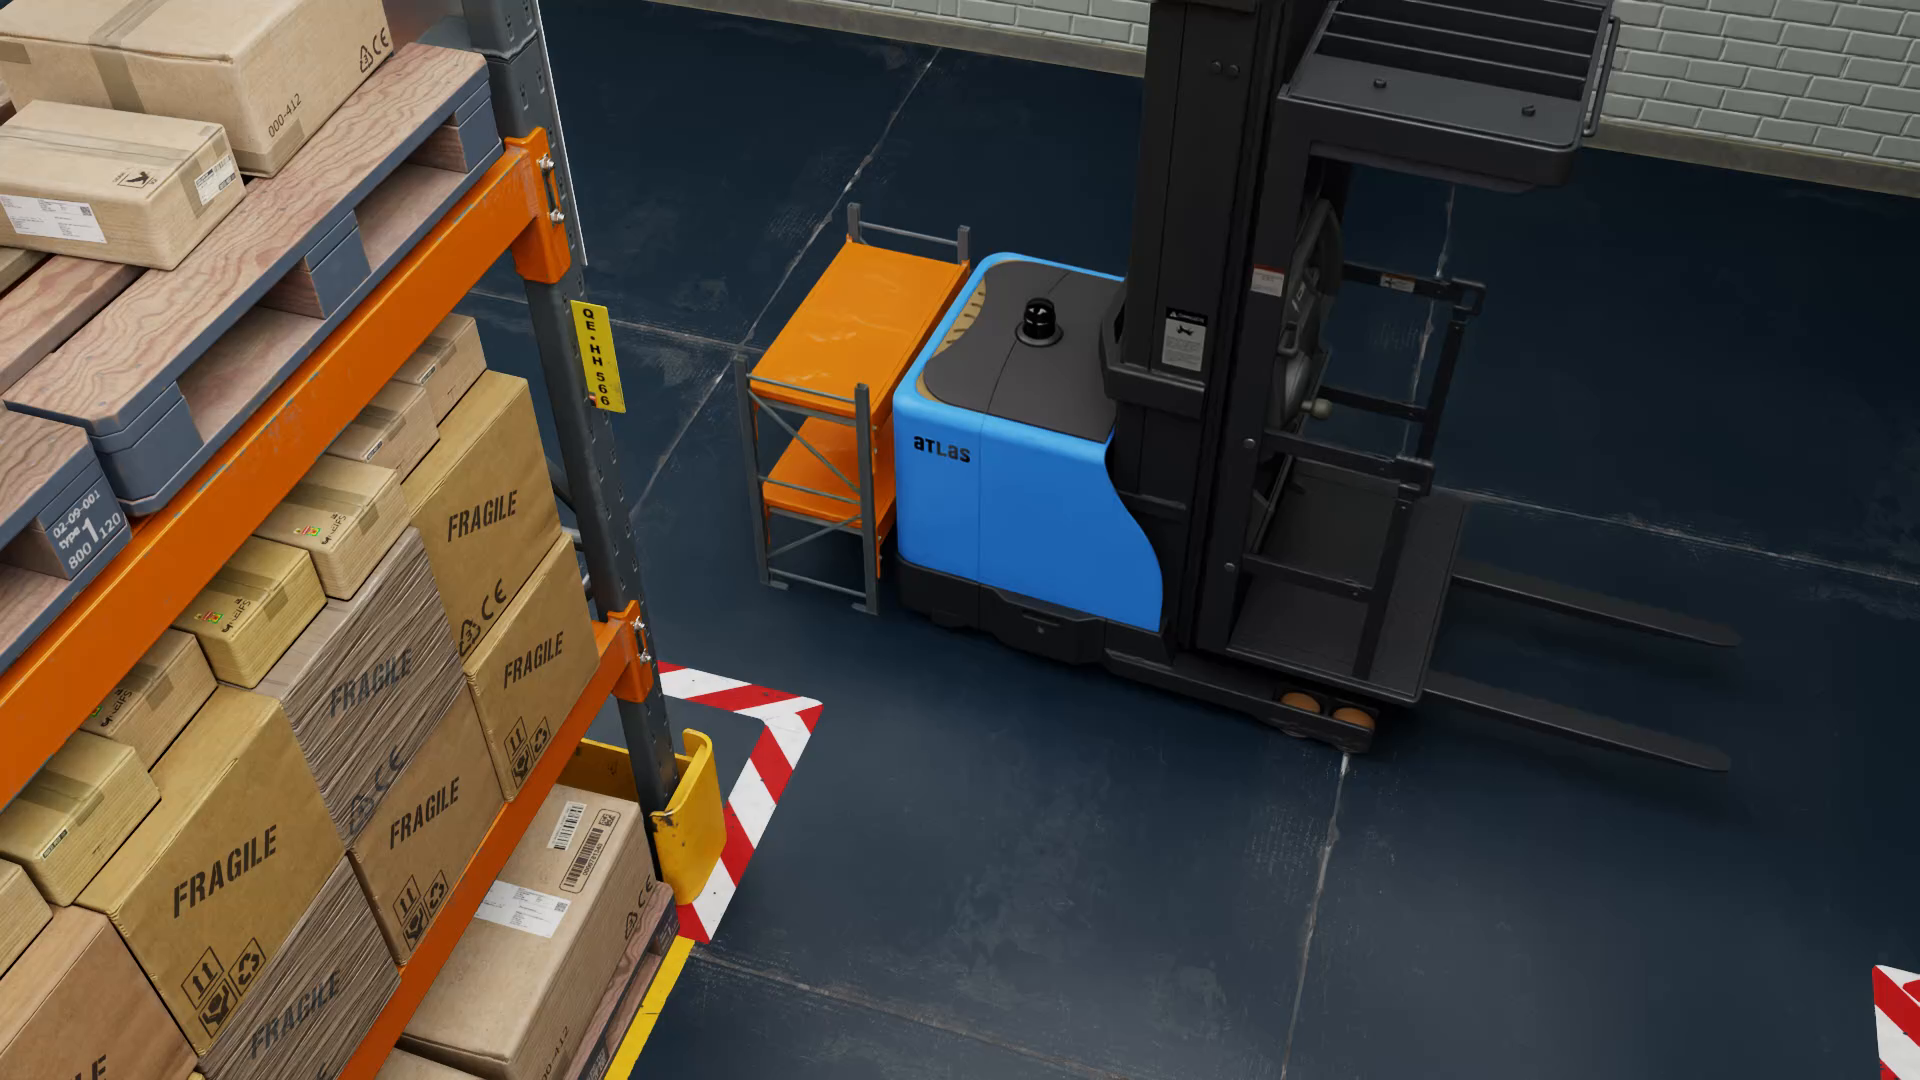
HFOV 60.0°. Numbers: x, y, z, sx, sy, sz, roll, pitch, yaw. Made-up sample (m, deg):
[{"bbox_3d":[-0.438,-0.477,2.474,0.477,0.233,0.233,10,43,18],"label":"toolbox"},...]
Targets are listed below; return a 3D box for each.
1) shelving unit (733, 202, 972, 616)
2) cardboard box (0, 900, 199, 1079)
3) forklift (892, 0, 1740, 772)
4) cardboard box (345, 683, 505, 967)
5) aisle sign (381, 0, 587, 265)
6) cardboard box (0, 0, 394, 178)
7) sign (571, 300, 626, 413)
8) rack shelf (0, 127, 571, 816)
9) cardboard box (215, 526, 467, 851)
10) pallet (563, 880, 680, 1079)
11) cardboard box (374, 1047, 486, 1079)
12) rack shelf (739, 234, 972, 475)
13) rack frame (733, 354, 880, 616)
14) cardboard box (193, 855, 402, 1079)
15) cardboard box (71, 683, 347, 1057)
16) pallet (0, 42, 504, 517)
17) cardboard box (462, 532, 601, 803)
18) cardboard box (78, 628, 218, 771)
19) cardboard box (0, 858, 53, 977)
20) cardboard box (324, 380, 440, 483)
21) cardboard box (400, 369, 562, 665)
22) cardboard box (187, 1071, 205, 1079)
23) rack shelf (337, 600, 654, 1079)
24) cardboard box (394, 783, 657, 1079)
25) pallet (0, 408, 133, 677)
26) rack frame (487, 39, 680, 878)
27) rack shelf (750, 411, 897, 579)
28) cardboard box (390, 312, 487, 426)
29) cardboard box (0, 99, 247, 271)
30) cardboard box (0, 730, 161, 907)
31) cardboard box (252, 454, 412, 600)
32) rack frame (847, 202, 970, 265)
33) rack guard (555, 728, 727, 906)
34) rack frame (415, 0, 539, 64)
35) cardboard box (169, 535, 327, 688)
[{"bbox_3d":[-0.375,-0.512,6.469,0.538,1.125,1.048,14,46,14],"label":"shelving unit"},{"bbox_3d":[-1.755,0.927,2.872,0.500,0.500,0.500,12,46,12],"label":"cardboard box"},{"bbox_3d":[1.320,-0.709,5.379,3.031,2.935,1.130,15,46,15],"label":"forklift"},{"bbox_3d":[-1.459,0.603,3.918,0.500,0.500,0.500,12,46,12],"label":"cardboard box"},{"bbox_3d":[-1.081,-0.982,3.750,0.394,0.787,0.004,13,46,13],"label":"aisle sign"},{"bbox_3d":[-1.449,-0.956,3.173,0.500,0.250,0.500,9,45,9],"label":"cardboard box"},{"bbox_3d":[-0.885,-0.445,4.063,0.100,0.325,0.005,13,46,13],"label":"sign"},{"bbox_3d":[-2.004,0.448,2.517,1.077,0.370,4.000,13,46,13],"label":"rack shelf"},{"bbox_3d":[-1.448,0.263,3.550,0.500,0.500,0.500,13,46,13],"label":"cardboard box"},{"bbox_3d":[-1.566,1.476,5.091,1.003,0.211,1.213,13,46,13],"label":"pallet"},{"bbox_3d":[-1.772,1.768,4.330,0.875,0.438,0.875,14,46,14],"label":"cardboard box"},{"bbox_3d":[-0.375,-0.722,6.265,0.538,0.278,1.000,14,46,14],"label":"rack shelf"},{"bbox_3d":[-0.551,-0.179,6.129,0.500,1.125,0.032,14,46,14],"label":"rack frame"},{"bbox_3d":[-1.605,0.948,3.565,0.500,0.500,0.500,14,46,14],"label":"cardboard box"},{"bbox_3d":[-1.601,0.592,3.214,0.500,0.500,0.500,12,46,12],"label":"cardboard box"},{"bbox_3d":[-1.613,-0.614,3.152,1.003,0.211,1.213,13,46,13],"label":"pallet"},{"bbox_3d":[-1.292,0.271,4.256,0.500,0.500,0.500,13,46,13],"label":"cardboard box"},{"bbox_3d":[-1.630,0.269,3.080,0.380,0.149,0.250,12,46,12],"label":"cardboard box"},{"bbox_3d":[-1.748,0.619,2.722,0.380,0.149,0.250,14,46,14],"label":"cardboard box"},{"bbox_3d":[-1.370,-0.239,3.600,0.380,0.149,0.250,13,46,13],"label":"cardboard box"},{"bbox_3d":[-1.318,-0.092,3.913,0.500,0.500,0.500,14,46,14],"label":"cardboard box"},{"bbox_3d":[-1.749,1.295,3.211,0.500,0.500,0.500,14,46,14],"label":"cardboard box"},{"bbox_3d":[-2.004,1.520,3.567,1.077,0.370,4.000,13,46,13],"label":"rack shelf"},{"bbox_3d":[-1.503,1.156,4.955,0.875,0.438,0.875,11,45,11],"label":"cardboard box"},{"bbox_3d":[-1.981,0.202,2.318,1.003,0.211,1.213,13,46,13],"label":"pallet"},{"bbox_3d":[-1.398,-0.070,4.677,1.000,3.000,0.127,13,46,13],"label":"rack frame"},{"bbox_3d":[-0.375,-0.338,6.640,0.538,0.278,1.000,14,46,14],"label":"rack shelf"},{"bbox_3d":[-1.316,-0.414,3.778,0.380,0.149,0.250,13,46,13],"label":"cardboard box"},{"bbox_3d":[-1.500,-0.623,2.905,0.380,0.149,0.250,9,45,9],"label":"cardboard box"},{"bbox_3d":[-1.650,0.448,2.897,0.380,0.149,0.250,14,46,13],"label":"cardboard box"},{"bbox_3d":[-1.368,-0.050,3.406,0.380,0.149,0.250,12,46,12],"label":"cardboard box"},{"bbox_3d":[-0.199,-0.846,6.810,0.500,1.125,0.032,14,46,14],"label":"rack frame"},{"bbox_3d":[-1.391,0.807,5.568,1.175,0.500,0.348,13,46,13],"label":"rack guard"},{"bbox_3d":[-1.398,-2.215,2.579,1.000,3.000,0.127,13,46,13],"label":"rack frame"},{"bbox_3d":[-1.484,0.110,3.243,0.380,0.149,0.250,14,46,13],"label":"cardboard box"}]
